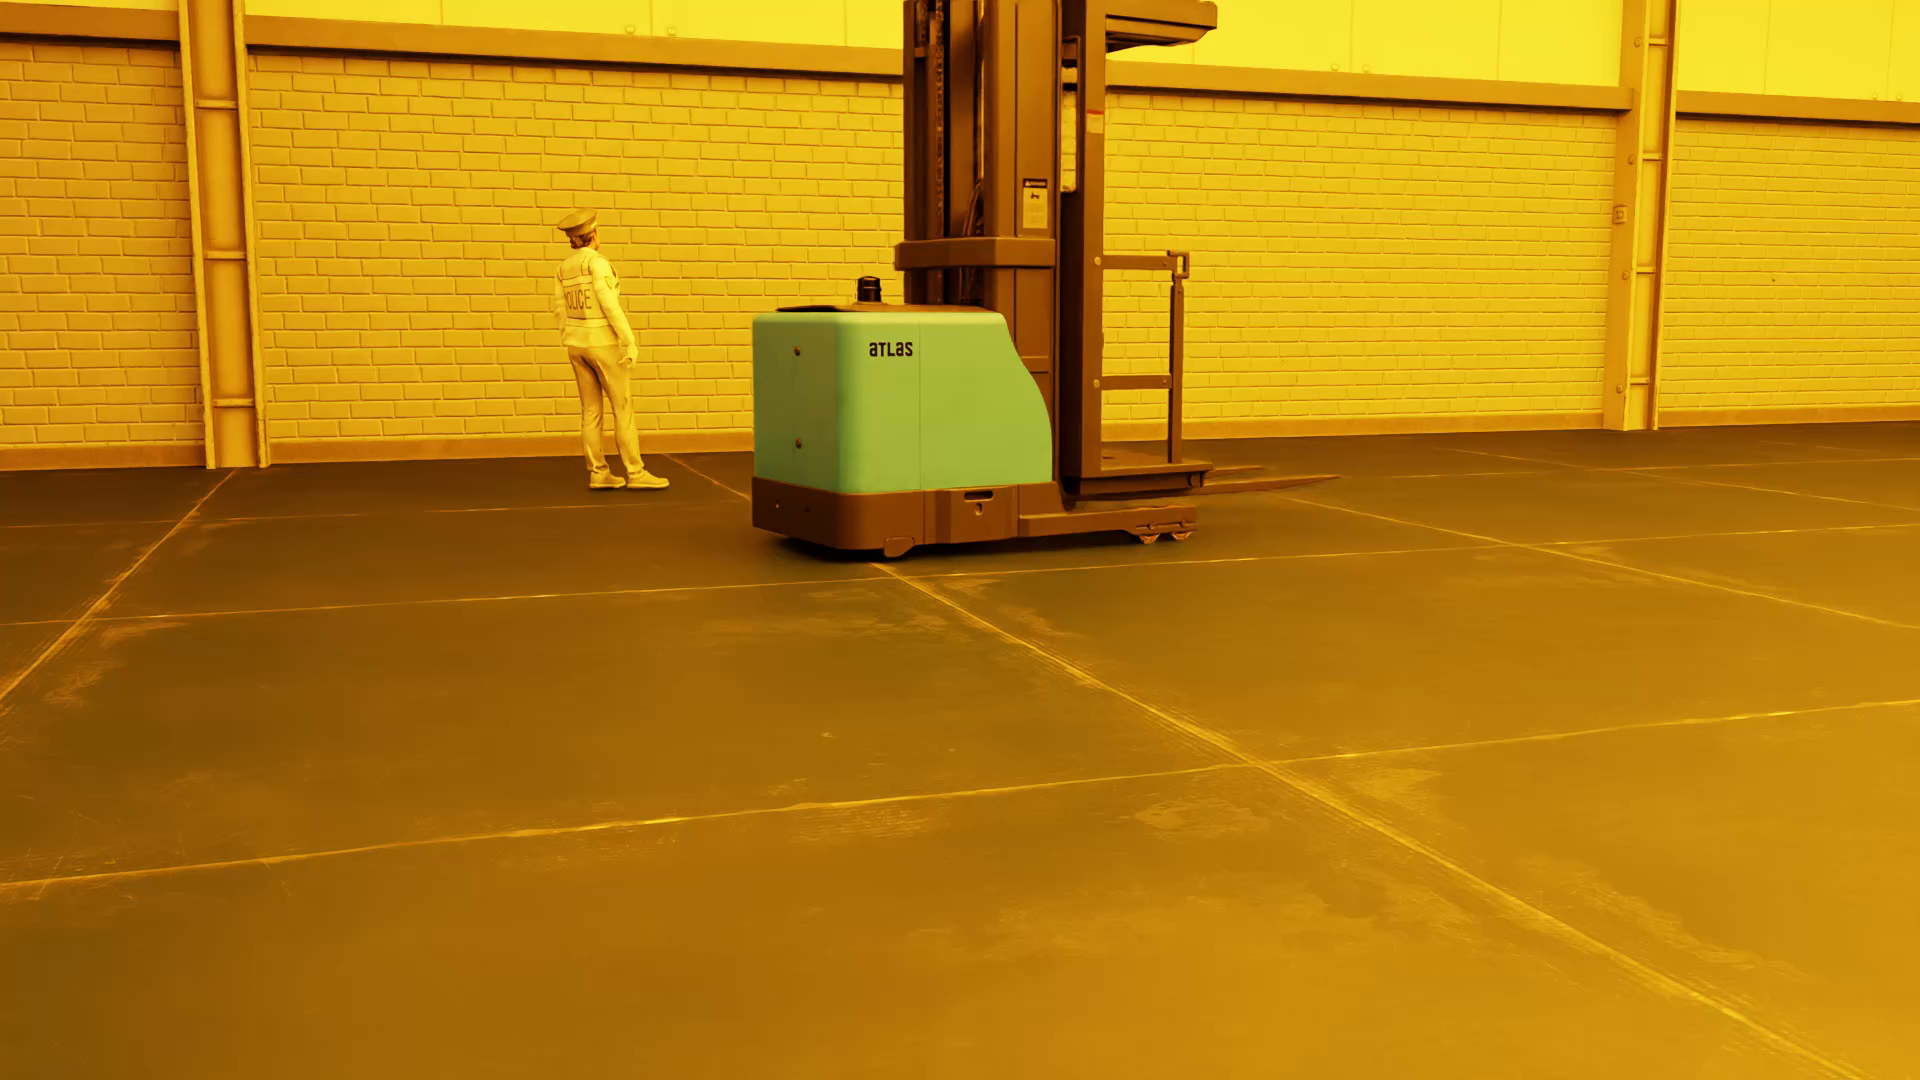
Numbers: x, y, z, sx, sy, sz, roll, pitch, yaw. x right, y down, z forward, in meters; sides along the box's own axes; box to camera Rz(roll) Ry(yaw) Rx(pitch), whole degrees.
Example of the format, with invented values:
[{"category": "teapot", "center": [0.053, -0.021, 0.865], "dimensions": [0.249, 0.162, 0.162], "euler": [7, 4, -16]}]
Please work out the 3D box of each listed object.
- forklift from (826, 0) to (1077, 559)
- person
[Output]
[{"category": "forklift", "center": [-0.045, -1.533, 8.317], "dimensions": [1.130, 2.935, 3.031], "euler": [0, 8, 0]}, {"category": "person", "center": [-2.155, -1.158, 10.098], "dimensions": [0.585, 1.694, 0.532], "euler": [6, 10, 36]}]
